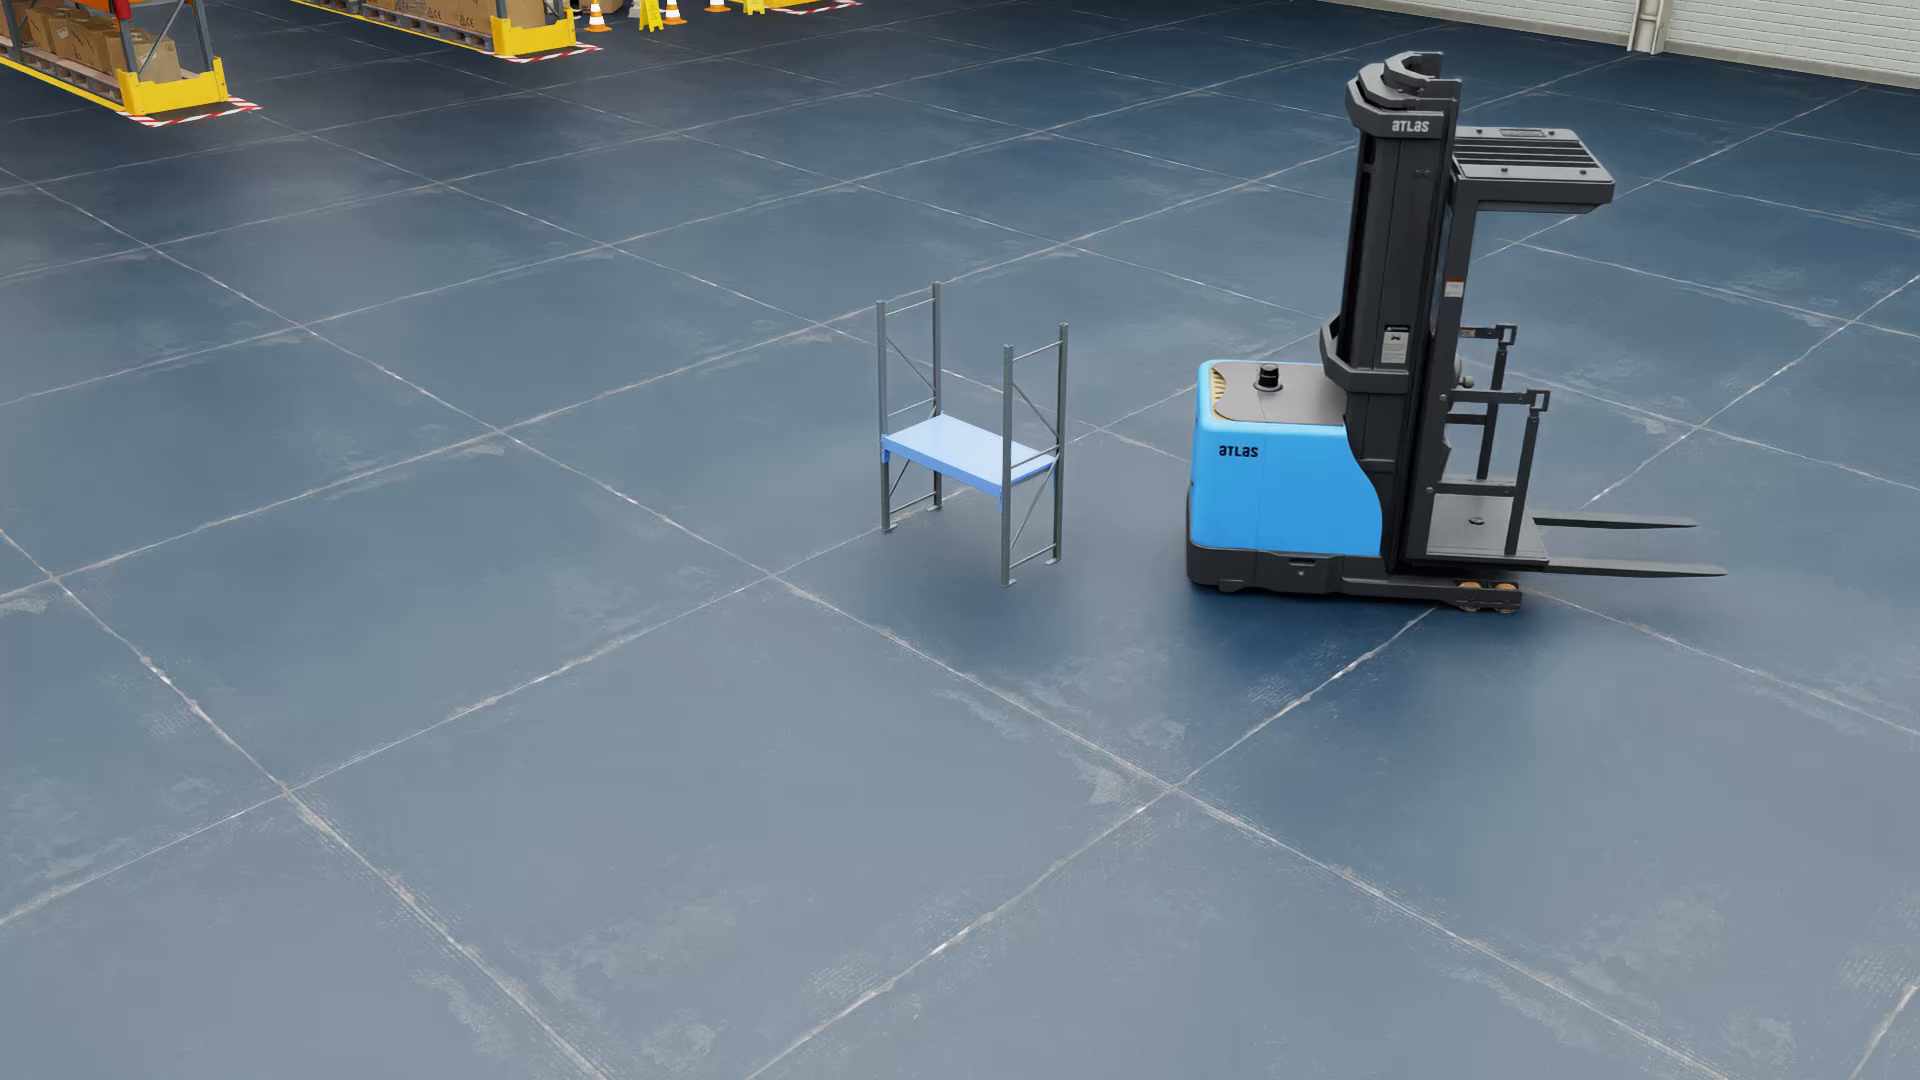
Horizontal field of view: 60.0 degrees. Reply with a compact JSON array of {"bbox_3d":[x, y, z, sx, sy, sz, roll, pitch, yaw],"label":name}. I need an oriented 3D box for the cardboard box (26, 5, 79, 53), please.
[{"bbox_3d":[-12.124,-6.868,22.323,0.500,0.500,0.500,23,36,37],"label":"cardboard box"}]

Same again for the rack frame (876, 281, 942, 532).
[{"bbox_3d":[-0.302,-0.802,10.163,0.032,1.500,0.500,25,36,38],"label":"rack frame"}]

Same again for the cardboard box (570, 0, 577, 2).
[{"bbox_3d":[-6.281,-8.906,26.502,0.503,0.637,0.797,25,36,38],"label":"cardboard box"}]

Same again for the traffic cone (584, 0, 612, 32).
[{"bbox_3d":[-5.362,-7.762,24.514,0.334,0.463,0.336,25,36,38],"label":"traffic cone"}]

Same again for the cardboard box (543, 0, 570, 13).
[{"bbox_3d":[-6.315,-8.386,25.912,0.396,0.266,0.258,-18,33,-31],"label":"cardboard box"}]

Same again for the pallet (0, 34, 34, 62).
[{"bbox_3d":[-12.937,-6.952,23.244,1.213,0.211,1.003,25,36,38],"label":"pallet"}]

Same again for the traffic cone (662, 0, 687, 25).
[{"bbox_3d":[-4.328,-8.026,25.017,0.334,0.463,0.336,25,36,38],"label":"traffic cone"}]

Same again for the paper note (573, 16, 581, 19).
[{"bbox_3d":[-5.877,-7.987,25.408,0.144,0.017,0.142,-13,30,-22],"label":"paper note"}]

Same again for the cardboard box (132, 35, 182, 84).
[{"bbox_3d":[-9.962,-5.916,20.513,0.500,0.500,0.500,-18,33,-30],"label":"cardboard box"}]

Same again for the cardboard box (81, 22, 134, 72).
[{"bbox_3d":[-10.846,-6.310,21.262,0.500,0.500,0.500,-21,34,-35],"label":"cardboard box"}]

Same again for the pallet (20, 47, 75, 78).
[{"bbox_3d":[-11.877,-6.491,22.367,1.213,0.211,1.003,25,36,38],"label":"pallet"}]

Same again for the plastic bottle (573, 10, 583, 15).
[{"bbox_3d":[-5.982,-8.156,25.695,0.283,0.061,0.133,12,30,22],"label":"plastic bottle"}]

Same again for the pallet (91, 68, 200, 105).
[{"bbox_3d":[-10.137,-5.695,20.853,1.213,0.211,1.003,25,36,38],"label":"pallet"}]

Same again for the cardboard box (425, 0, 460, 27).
[{"bbox_3d":[-7.138,-7.971,24.019,0.875,0.875,0.875,24,36,38],"label":"cardboard box"}]

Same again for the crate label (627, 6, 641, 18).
[{"bbox_3d":[-4.932,-8.118,25.541,0.298,0.136,0.250,7,29,13],"label":"crate label"}]

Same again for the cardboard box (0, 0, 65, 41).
[{"bbox_3d":[-12.804,-7.228,22.987,0.500,0.500,0.700,21,34,35],"label":"cardboard box"}]

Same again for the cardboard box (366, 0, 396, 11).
[{"bbox_3d":[-8.432,-8.562,25.143,0.875,0.875,0.875,-25,36,-38],"label":"cardboard box"}]

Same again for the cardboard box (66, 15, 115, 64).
[{"bbox_3d":[-11.212,-6.507,21.637,0.500,0.500,0.500,21,34,34],"label":"cardboard box"}]

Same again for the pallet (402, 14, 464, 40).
[{"bbox_3d":[-7.470,-7.639,24.551,1.213,0.211,1.003,25,36,38],"label":"pallet"}]

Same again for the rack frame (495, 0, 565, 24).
[{"bbox_3d":[-5.979,-8.240,22.698,0.127,3.000,1.000,25,36,38],"label":"rack frame"}]

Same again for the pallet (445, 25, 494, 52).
[{"bbox_3d":[-6.604,-7.241,23.794,1.213,0.211,1.003,25,36,38],"label":"pallet"}]

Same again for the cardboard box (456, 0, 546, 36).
[{"bbox_3d":[-6.509,-7.685,23.474,0.875,0.875,0.875,25,37,39],"label":"cardboard box"}]

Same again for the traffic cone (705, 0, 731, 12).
[{"bbox_3d":[-3.792,-8.505,25.928,0.334,0.463,0.336,25,36,38],"label":"traffic cone"}]

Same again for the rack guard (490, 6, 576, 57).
[{"bbox_3d":[-5.962,-7.126,23.265,0.348,0.500,1.175,25,36,38],"label":"rack guard"}]

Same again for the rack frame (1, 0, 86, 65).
[{"bbox_3d":[-12.381,-7.932,22.113,0.127,3.000,1.000,25,36,38],"label":"rack frame"}]

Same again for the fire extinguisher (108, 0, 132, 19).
[{"bbox_3d":[-9.770,-6.403,19.287,0.183,0.674,0.296,25,36,38],"label":"fire extinguisher"}]

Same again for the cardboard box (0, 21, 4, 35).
[{"bbox_3d":[-13.131,-7.390,23.294,0.500,0.500,0.700,24,36,38],"label":"cardboard box"}]

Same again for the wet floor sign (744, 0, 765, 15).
[{"bbox_3d":[-3.195,-8.457,25.640,0.267,0.644,0.232,-13,30,-22],"label":"wet floor sign"}]

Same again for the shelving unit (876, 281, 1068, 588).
[{"bbox_3d":[0.061,-0.636,9.848,1.048,1.500,0.538,25,36,38],"label":"shelving unit"}]

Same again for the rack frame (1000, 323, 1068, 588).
[{"bbox_3d":[0.423,-0.470,9.533,0.032,1.500,0.500,25,36,38],"label":"rack frame"}]

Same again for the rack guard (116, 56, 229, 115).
[{"bbox_3d":[-9.583,-5.546,20.259,0.348,0.500,1.175,25,36,38],"label":"rack guard"}]

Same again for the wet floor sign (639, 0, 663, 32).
[{"bbox_3d":[-4.570,-7.846,24.478,0.232,0.644,0.267,18,33,30],"label":"wet floor sign"}]

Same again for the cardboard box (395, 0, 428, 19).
[{"bbox_3d":[-7.787,-8.270,24.586,0.875,0.875,0.875,25,37,39],"label":"cardboard box"}]

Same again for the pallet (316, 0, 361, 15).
[{"bbox_3d":[-9.434,-8.538,26.261,1.213,0.211,1.003,25,36,38],"label":"pallet"}]

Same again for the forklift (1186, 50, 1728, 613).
[{"bbox_3d":[2.878,-1.143,9.274,3.031,2.935,1.130,3,28,6],"label":"forklift"}]

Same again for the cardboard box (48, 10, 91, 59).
[{"bbox_3d":[-11.710,-6.684,21.973,0.500,0.500,0.500,-13,31,-24],"label":"cardboard box"}]

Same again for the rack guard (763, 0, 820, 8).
[{"bbox_3d":[-2.635,-8.834,26.514,0.348,0.500,1.175,25,36,38],"label":"rack guard"}]

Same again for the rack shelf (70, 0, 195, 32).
[{"bbox_3d":[-10.955,-6.961,21.039,4.000,0.370,1.077,25,36,38],"label":"rack shelf"}]

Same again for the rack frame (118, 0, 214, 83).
[{"bbox_3d":[-9.529,-6.627,19.630,0.127,3.000,1.000,25,36,38],"label":"rack frame"}]

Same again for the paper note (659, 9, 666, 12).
[{"bbox_3d":[-4.650,-8.250,25.906,0.142,0.019,0.148,12,30,22],"label":"paper note"}]

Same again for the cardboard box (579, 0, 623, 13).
[{"bbox_3d":[-5.608,-8.544,25.958,0.637,0.503,0.797,2,28,4],"label":"cardboard box"}]

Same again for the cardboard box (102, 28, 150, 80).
[{"bbox_3d":[-10.412,-6.100,20.862,0.500,0.500,0.500,-15,31,-27],"label":"cardboard box"}]

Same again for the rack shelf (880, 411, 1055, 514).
[{"bbox_3d":[0.061,-0.477,9.932,1.000,0.185,0.538,25,36,38],"label":"rack shelf"}]

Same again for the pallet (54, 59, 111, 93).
[{"bbox_3d":[-11.003,-6.093,21.610,1.213,0.211,1.003,25,36,38],"label":"pallet"}]

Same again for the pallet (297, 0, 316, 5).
[{"bbox_3d":[-10.309,-8.936,27.018,1.213,0.211,1.003,25,36,38],"label":"pallet"}]

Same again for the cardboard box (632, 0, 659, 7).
[{"bbox_3d":[-4.931,-8.411,26.087,0.380,0.149,0.250,-7,29,-14],"label":"cardboard box"}]

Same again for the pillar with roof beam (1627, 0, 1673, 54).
[{"bbox_3d":[6.571,-9.402,18.461,0.400,9.000,9.100,25,36,38],"label":"pillar with roof beam"}]

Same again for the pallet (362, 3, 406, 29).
[{"bbox_3d":[-8.344,-8.037,25.308,1.213,0.211,1.003,25,36,38],"label":"pallet"}]

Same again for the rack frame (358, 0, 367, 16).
[{"bbox_3d":[-8.831,-9.545,25.180,0.127,3.000,1.000,25,36,38],"label":"rack frame"}]
